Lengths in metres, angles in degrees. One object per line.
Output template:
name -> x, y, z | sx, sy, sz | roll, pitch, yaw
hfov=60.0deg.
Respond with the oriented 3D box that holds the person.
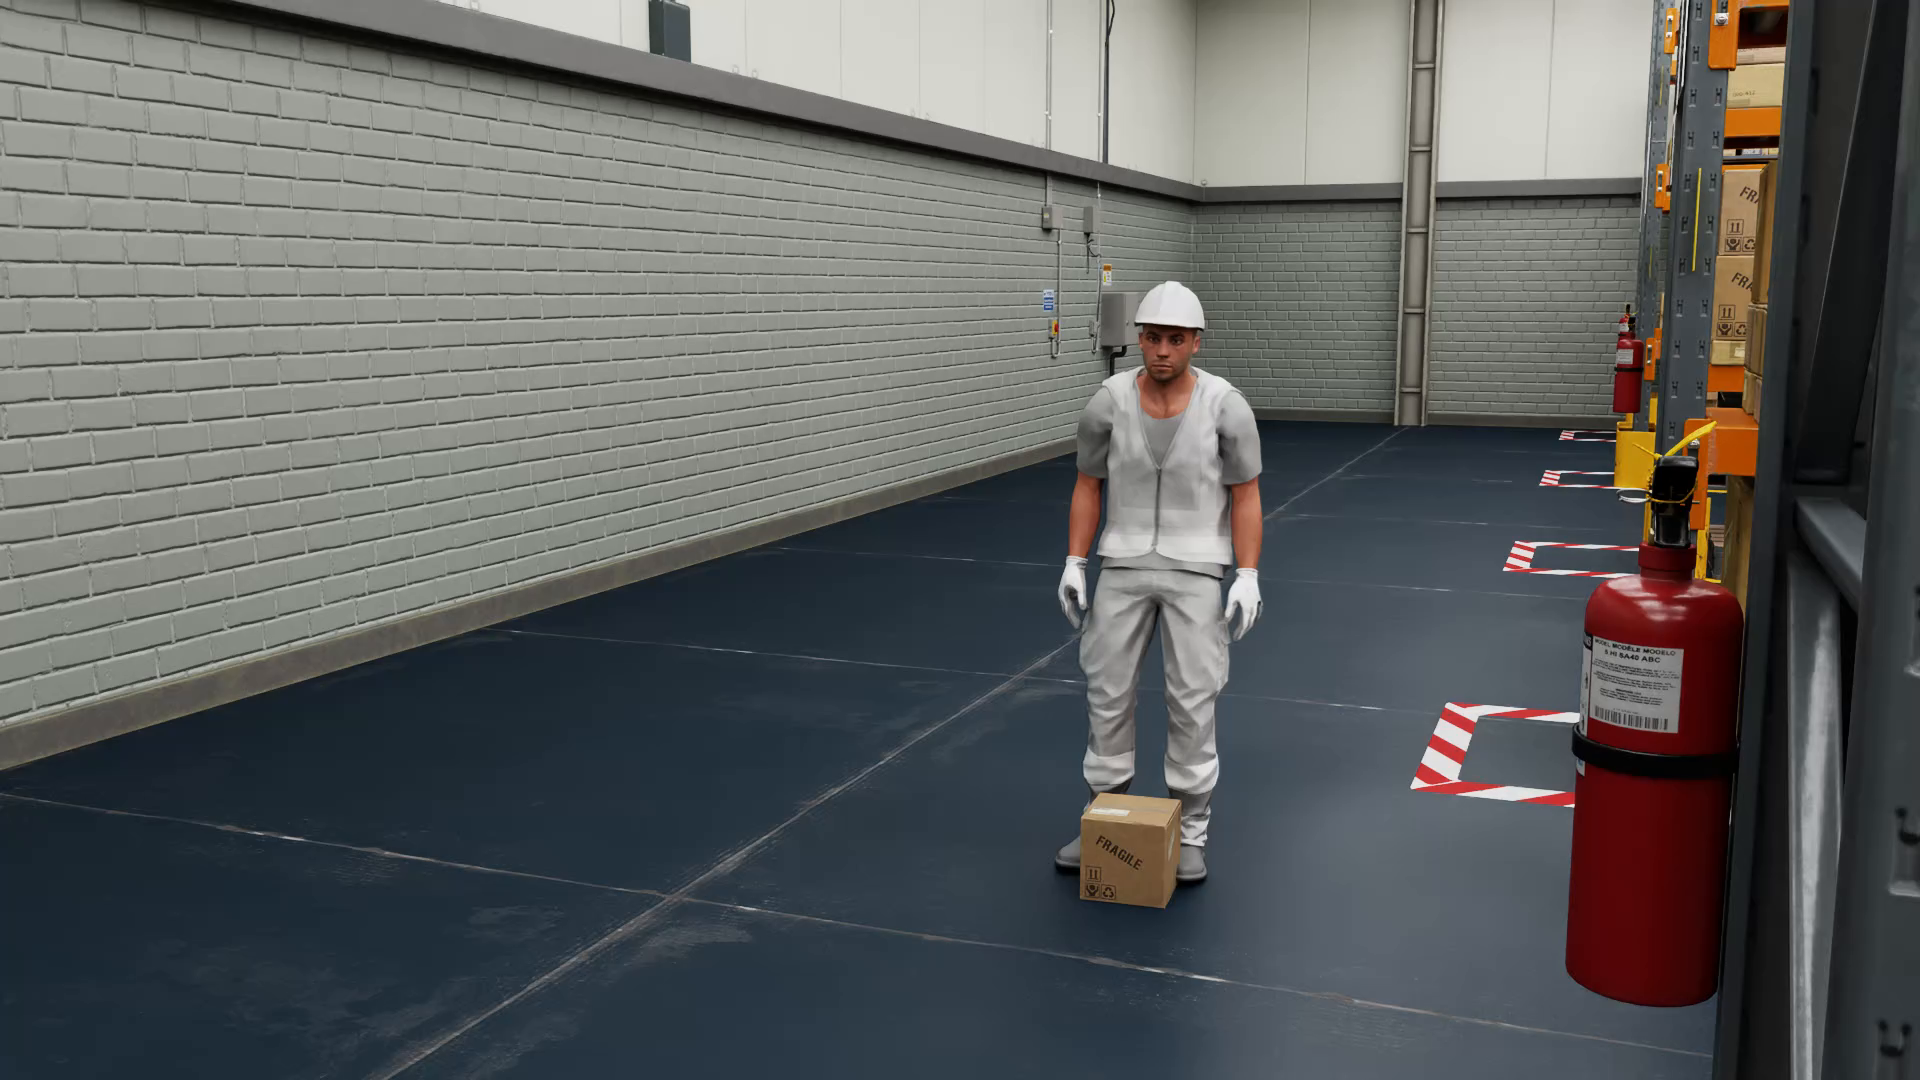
person -> 0.598, 0.124, 4.979 | 0.615, 1.778, 0.453 | 3, 9, 18
